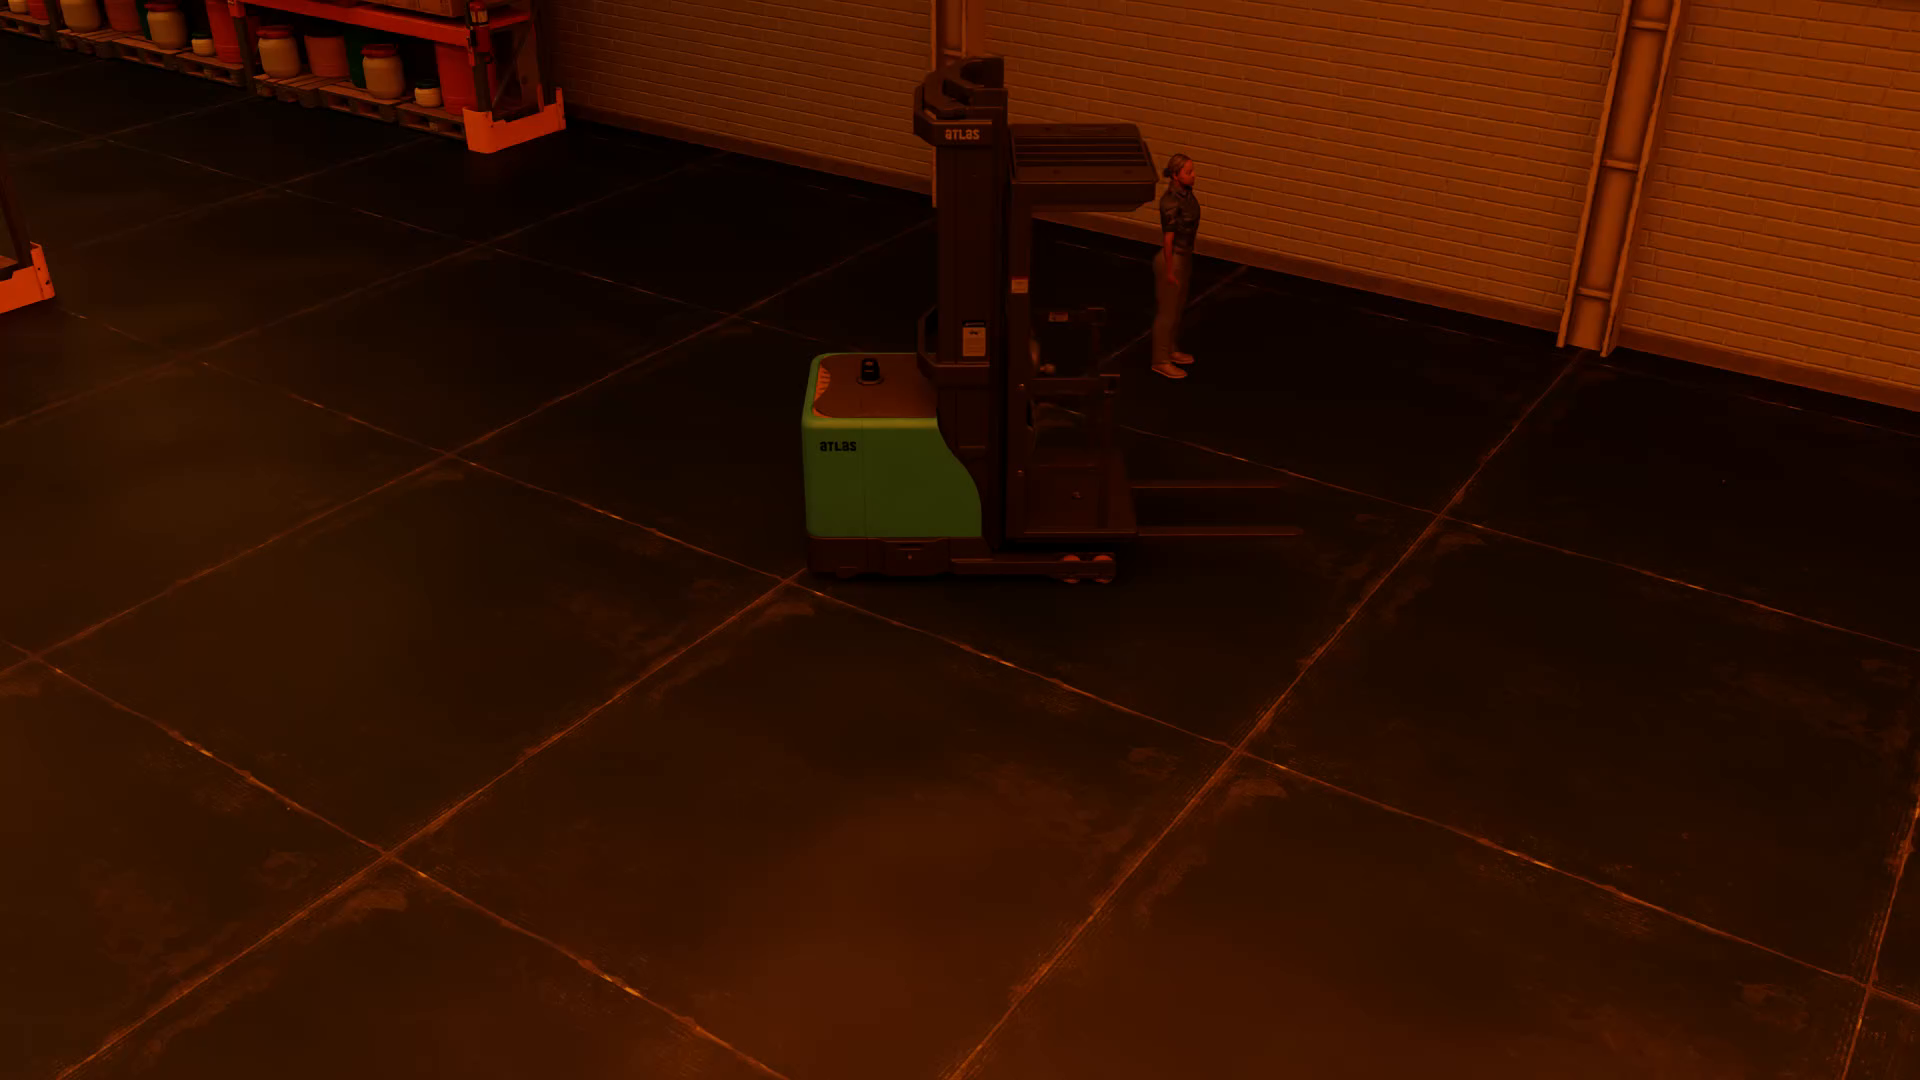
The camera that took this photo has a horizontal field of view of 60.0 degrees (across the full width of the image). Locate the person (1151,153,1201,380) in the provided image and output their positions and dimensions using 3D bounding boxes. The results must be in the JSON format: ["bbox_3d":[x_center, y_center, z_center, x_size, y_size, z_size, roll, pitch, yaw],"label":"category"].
[{"bbox_3d":[1.622,-2.054,12.390,0.340,1.660,0.452,11,32,18],"label":"person"}]

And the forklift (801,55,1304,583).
[{"bbox_3d":[0.579,-1.275,9.777,3.031,2.935,1.130,0,30,0],"label":"forklift"}]
